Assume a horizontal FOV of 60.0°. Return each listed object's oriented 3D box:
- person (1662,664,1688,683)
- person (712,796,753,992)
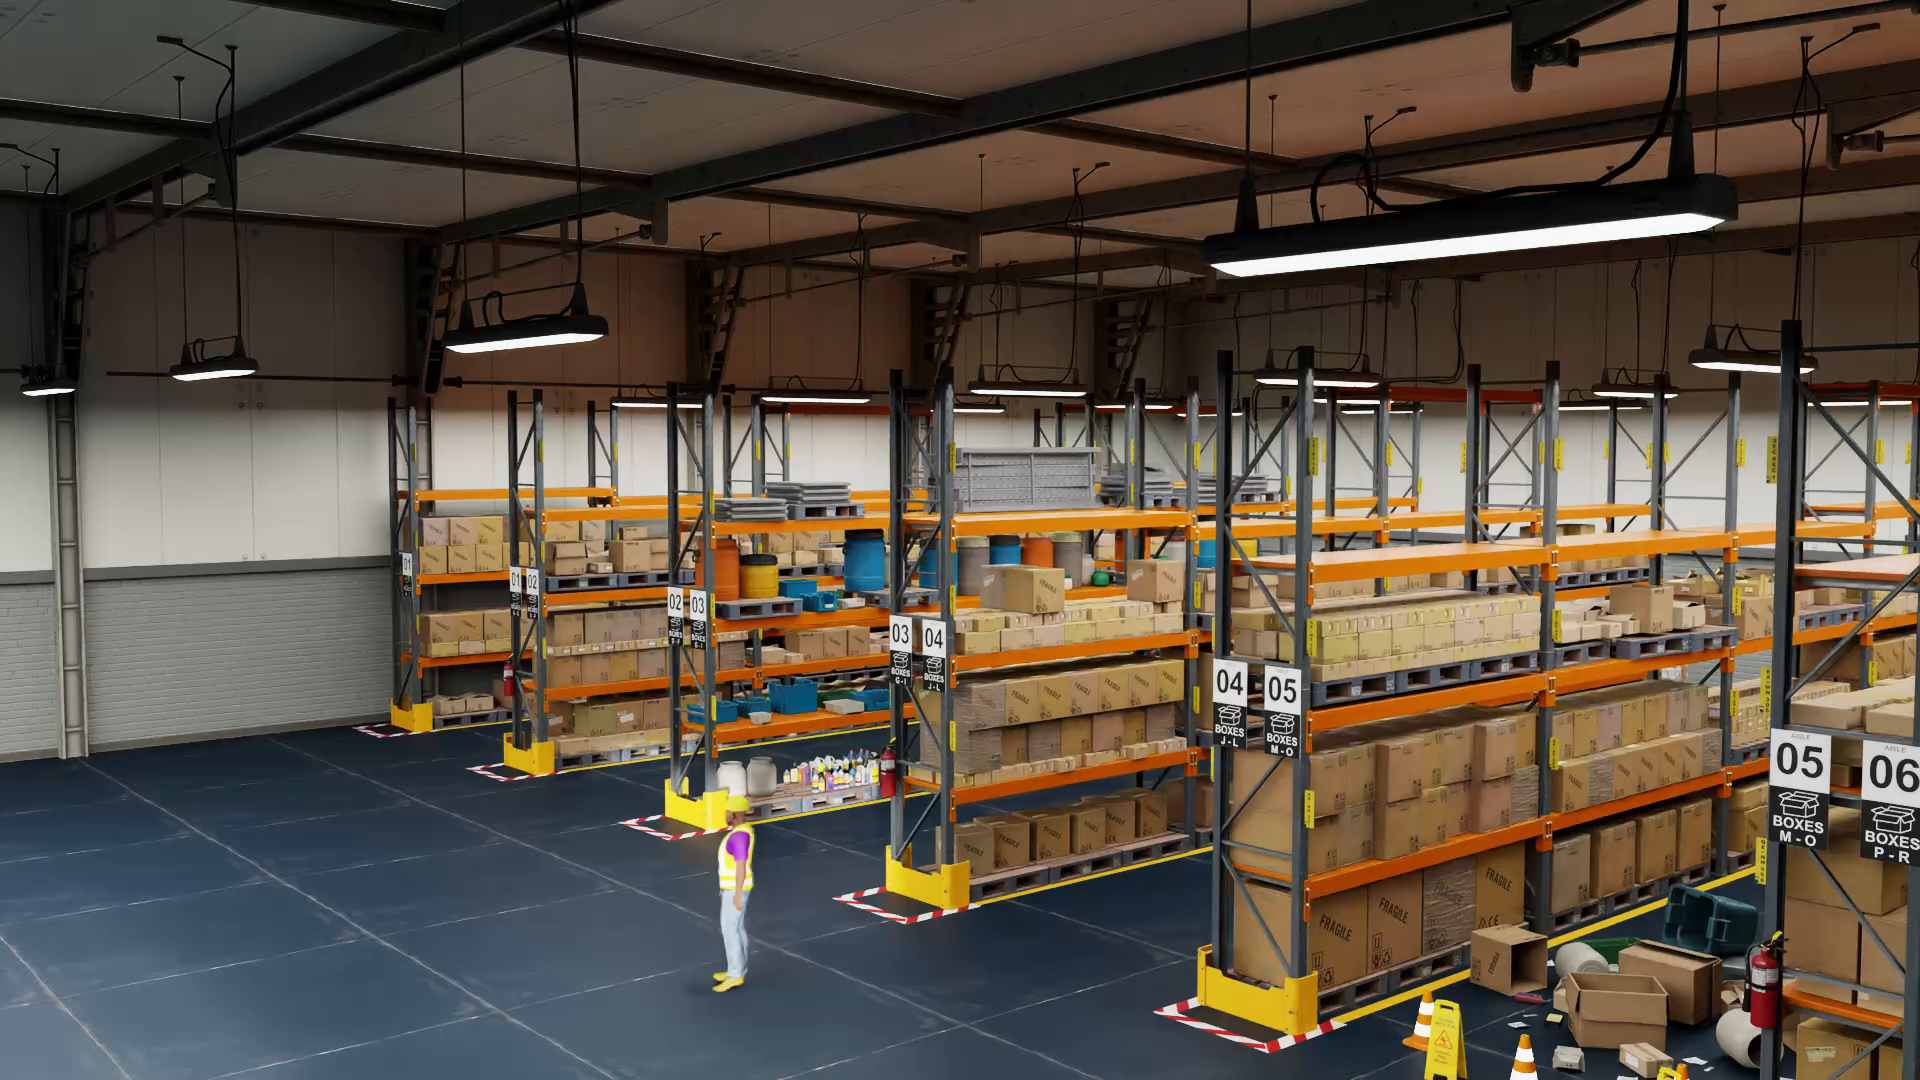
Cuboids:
[{"bbox_3d":[13.044,2.564,30.448,0.540,1.658,0.474,-2,4,-35],"label":"person"},{"bbox_3d":[-2.175,3.356,15.939,0.395,1.801,0.620,0,3,-4],"label":"person"}]
